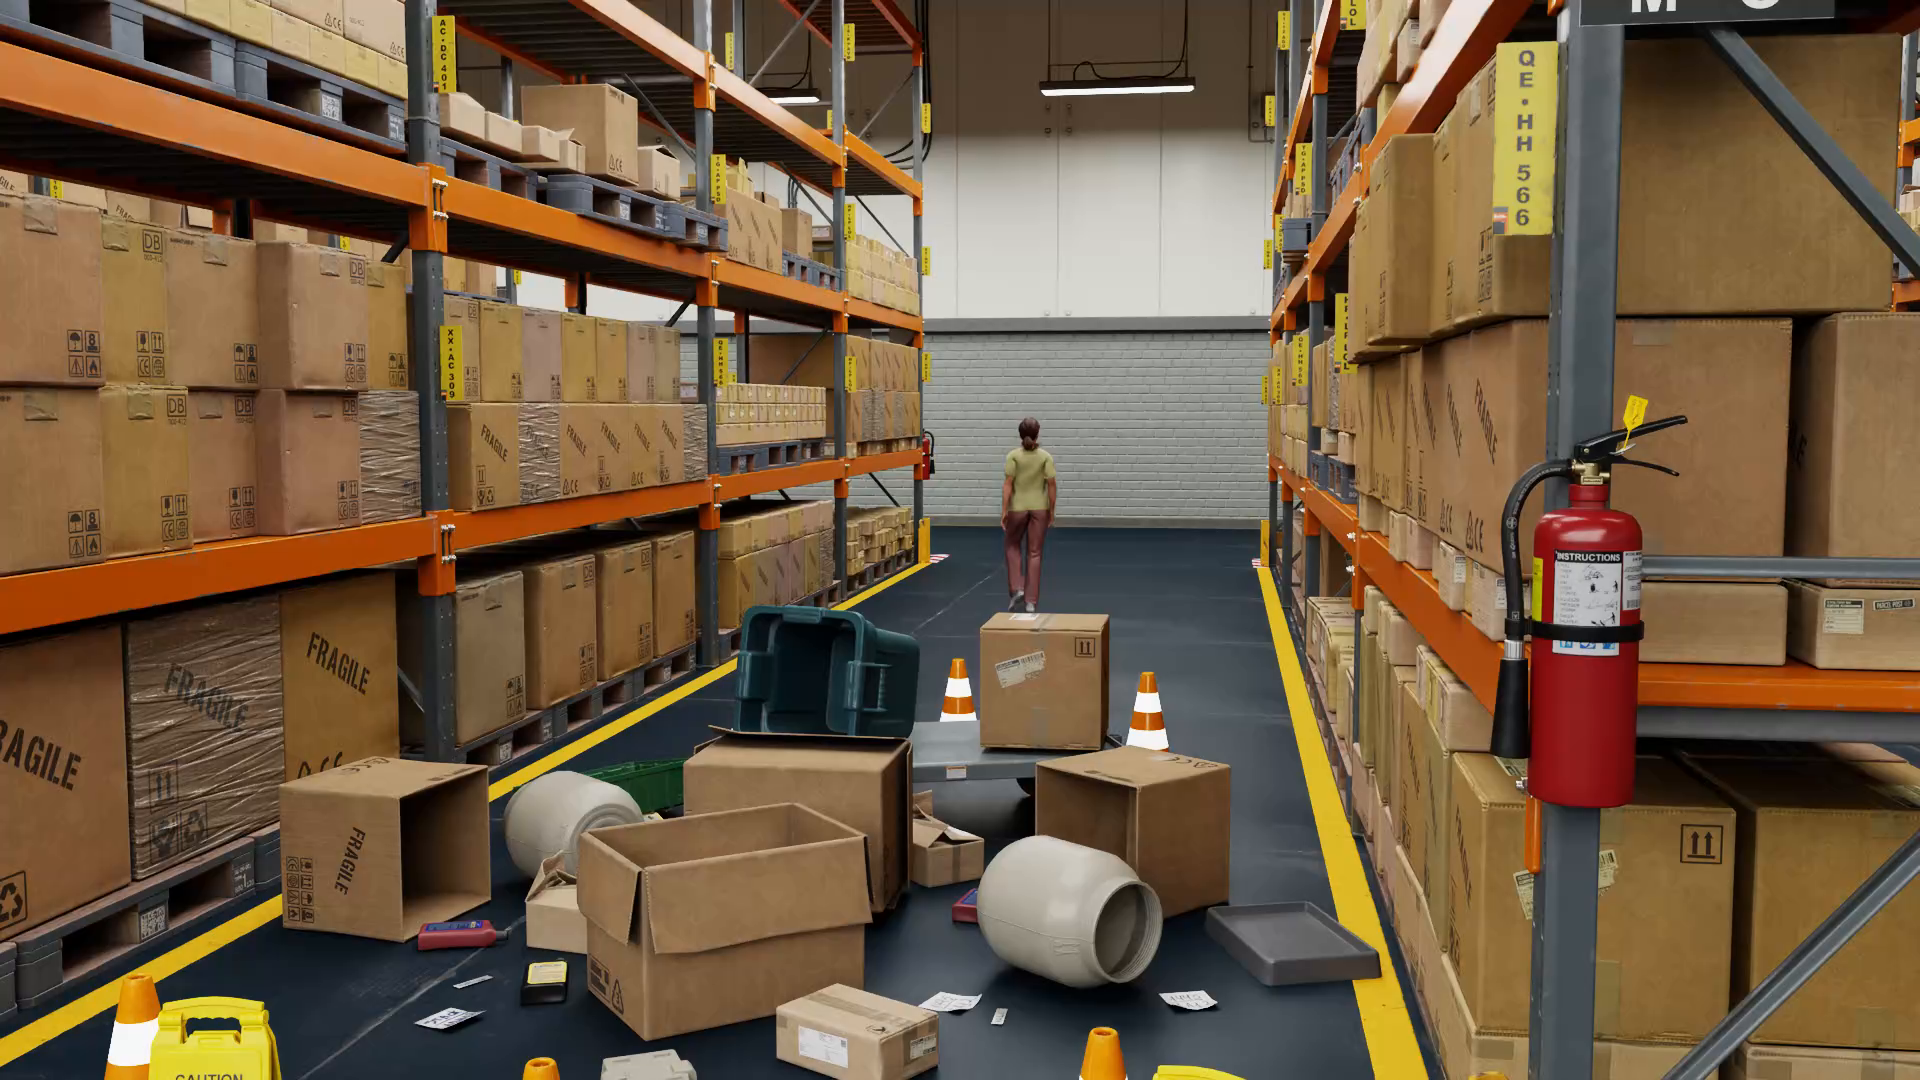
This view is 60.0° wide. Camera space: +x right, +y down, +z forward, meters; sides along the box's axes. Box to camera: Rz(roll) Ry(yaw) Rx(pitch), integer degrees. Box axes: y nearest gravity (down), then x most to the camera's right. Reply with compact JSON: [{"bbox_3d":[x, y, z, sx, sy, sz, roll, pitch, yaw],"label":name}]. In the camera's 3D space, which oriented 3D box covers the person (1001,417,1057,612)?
[{"bbox_3d":[0.592,-0.196,14.339,0.478,1.717,0.503,0,5,0],"label":"person"}]
